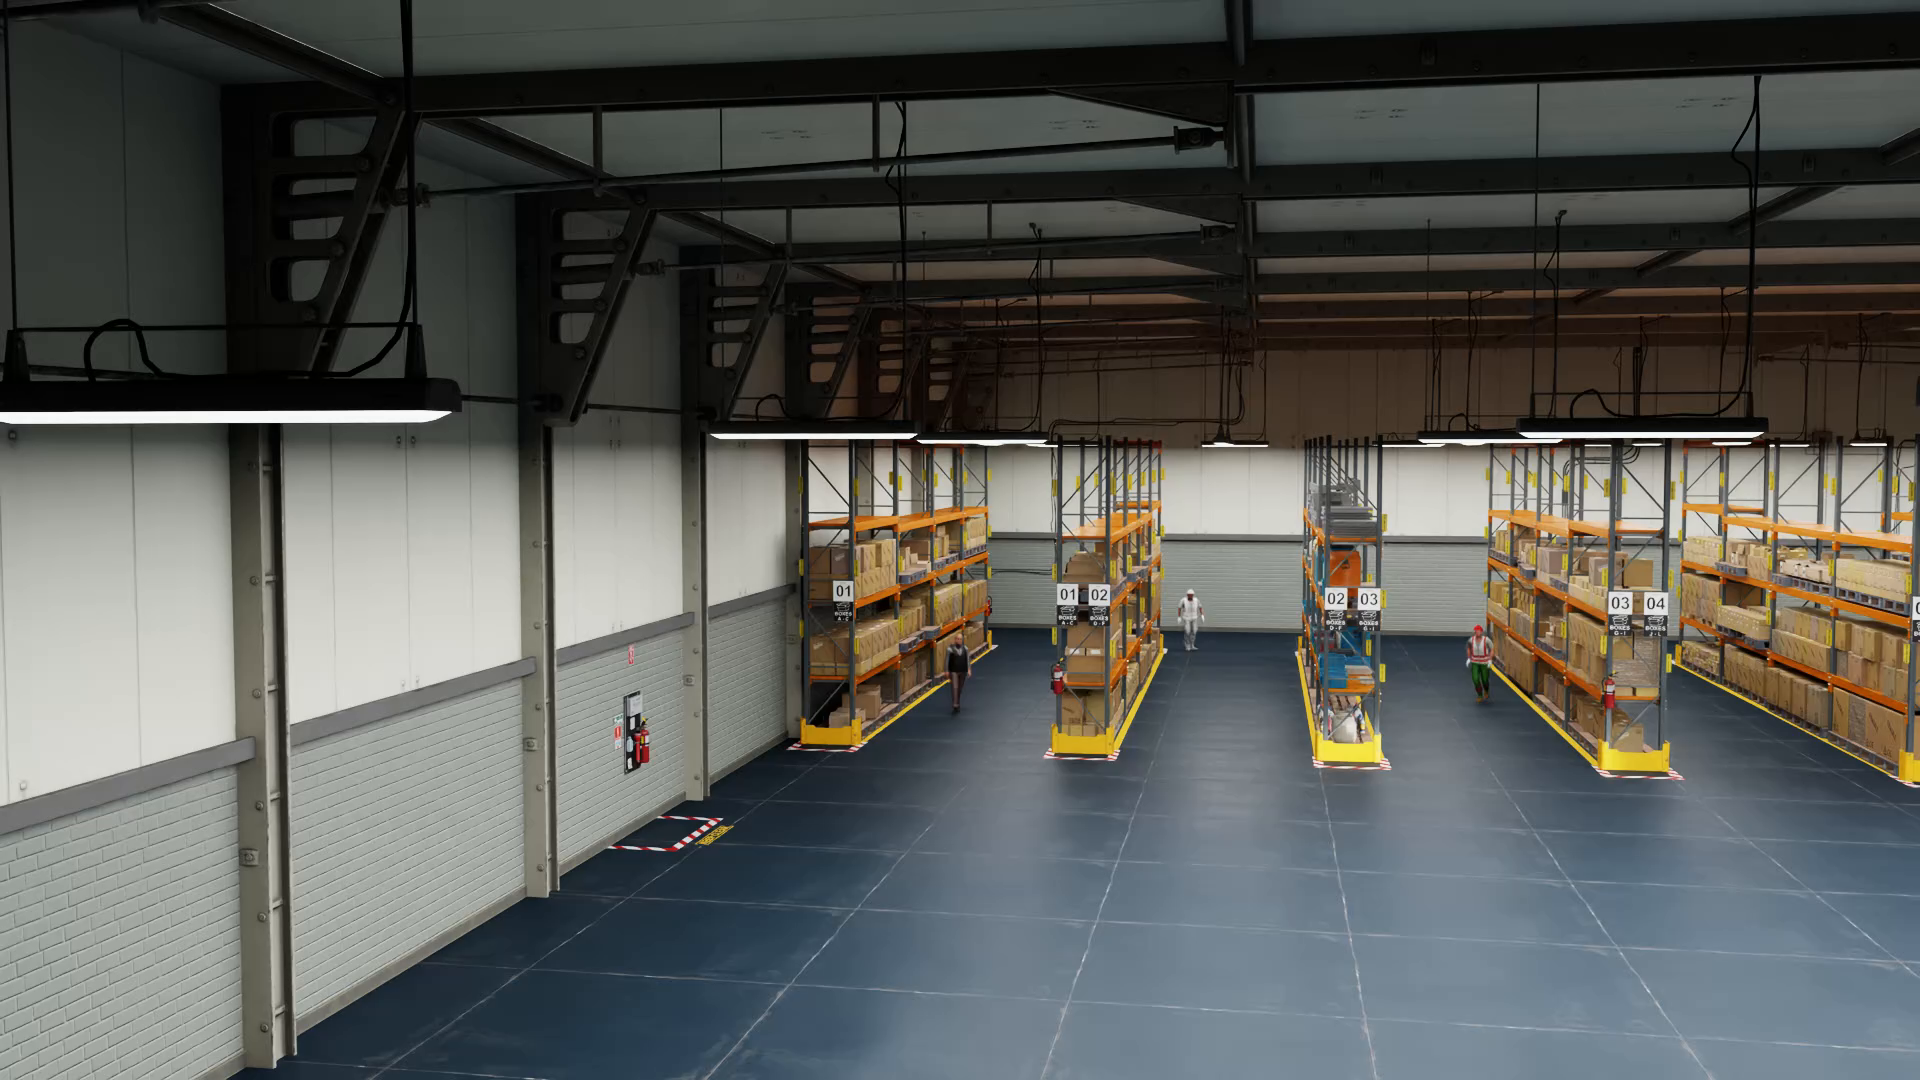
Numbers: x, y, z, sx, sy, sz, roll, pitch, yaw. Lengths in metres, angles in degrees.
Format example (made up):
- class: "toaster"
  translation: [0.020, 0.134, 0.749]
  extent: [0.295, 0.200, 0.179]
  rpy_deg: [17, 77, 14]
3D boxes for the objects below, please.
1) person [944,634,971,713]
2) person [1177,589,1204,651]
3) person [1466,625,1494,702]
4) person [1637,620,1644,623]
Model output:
- class: "person"
  translation: [-0.028, 2.898, 36.321]
  extent: [0.569, 1.682, 0.910]
  rpy_deg: [-2, 3, -26]
- class: "person"
  translation: [6.595, 2.306, 47.570]
  extent: [0.722, 1.836, 0.508]
  rpy_deg: [-1, 3, -11]
- class: "person"
  translation: [11.874, 2.799, 37.921]
  extent: [0.613, 1.757, 0.690]
  rpy_deg: [2, 3, 28]
- class: "person"
  translation: [18.856, 2.409, 46.042]
  extent: [0.492, 1.616, 1.066]
  rpy_deg: [2, 4, 37]
